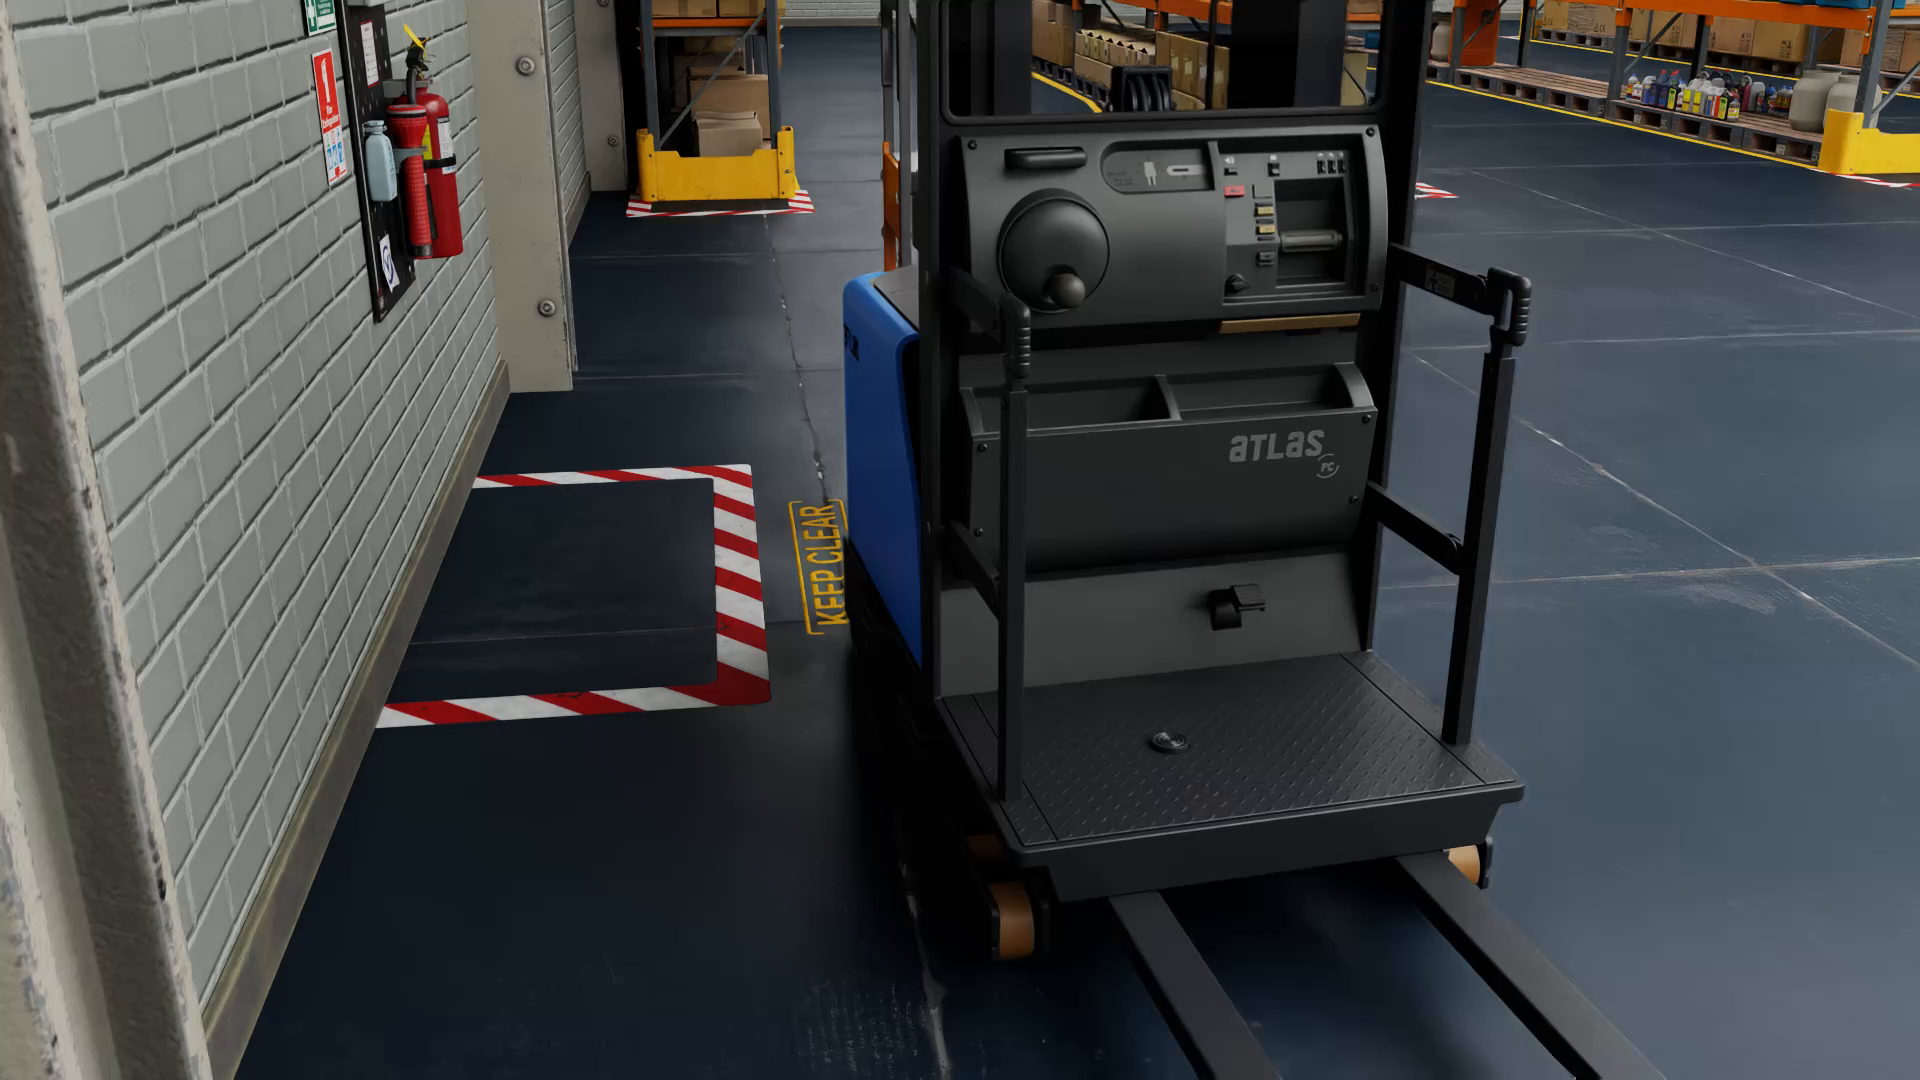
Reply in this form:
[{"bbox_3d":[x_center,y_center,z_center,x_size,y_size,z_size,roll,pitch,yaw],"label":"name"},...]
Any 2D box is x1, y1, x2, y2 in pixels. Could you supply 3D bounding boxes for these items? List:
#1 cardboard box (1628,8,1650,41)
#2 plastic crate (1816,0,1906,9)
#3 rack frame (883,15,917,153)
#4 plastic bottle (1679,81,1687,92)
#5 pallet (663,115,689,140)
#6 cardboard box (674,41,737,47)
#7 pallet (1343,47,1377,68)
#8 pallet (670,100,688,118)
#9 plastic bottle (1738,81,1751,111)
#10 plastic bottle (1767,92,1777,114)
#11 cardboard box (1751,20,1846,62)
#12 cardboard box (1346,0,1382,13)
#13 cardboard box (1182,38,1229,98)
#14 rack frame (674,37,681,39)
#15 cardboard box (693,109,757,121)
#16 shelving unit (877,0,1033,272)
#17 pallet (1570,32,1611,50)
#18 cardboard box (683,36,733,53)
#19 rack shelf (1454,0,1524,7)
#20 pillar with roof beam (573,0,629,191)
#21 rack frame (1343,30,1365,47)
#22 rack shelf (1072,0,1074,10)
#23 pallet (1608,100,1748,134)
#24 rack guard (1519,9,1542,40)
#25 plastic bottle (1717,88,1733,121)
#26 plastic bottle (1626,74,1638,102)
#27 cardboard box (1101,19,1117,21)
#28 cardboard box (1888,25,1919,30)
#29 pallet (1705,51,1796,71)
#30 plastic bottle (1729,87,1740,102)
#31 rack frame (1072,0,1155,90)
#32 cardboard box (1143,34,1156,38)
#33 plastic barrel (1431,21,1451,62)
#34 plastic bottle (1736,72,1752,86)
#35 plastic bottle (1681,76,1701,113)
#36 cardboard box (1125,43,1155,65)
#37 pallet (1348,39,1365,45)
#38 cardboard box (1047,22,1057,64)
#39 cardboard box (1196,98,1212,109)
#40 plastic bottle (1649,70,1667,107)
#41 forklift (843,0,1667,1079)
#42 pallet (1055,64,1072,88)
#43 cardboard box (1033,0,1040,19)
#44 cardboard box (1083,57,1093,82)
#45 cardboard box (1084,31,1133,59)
[{"bbox_3d":[11.111,-8.361,26.251,0.875,0.875,0.875,-3,21,-8],"label":"cardboard box"},{"bbox_3d":[7.587,-4.611,13.987,0.499,0.251,0.616,-3,21,-8],"label":"plastic crate"},{"bbox_3d":[-0.059,-1.125,5.728,0.400,2.100,0.015,-3,21,-8],"label":"rack frame"},{"bbox_3d":[7.170,-4.420,16.535,0.097,0.271,0.097,0,20,0],"label":"plastic bottle"},{"bbox_3d":[-2.293,-3.870,15.777,1.003,0.211,1.213,-3,21,-8],"label":"pallet"},{"bbox_3d":[-2.787,-5.226,18.365,0.700,0.500,0.500,-3,21,-8],"label":"cardboard box"},{"bbox_3d":[6.296,-7.101,24.428,1.003,0.211,1.213,-3,21,-8],"label":"pallet"},{"bbox_3d":[-2.538,-4.371,17.117,1.003,0.211,1.213,-3,21,-8],"label":"pallet"},{"bbox_3d":[7.746,-4.392,16.442,0.061,0.283,0.133,-3,21,-8],"label":"plastic bottle"},{"bbox_3d":[7.925,-4.249,16.175,0.097,0.201,0.097,0,20,0],"label":"plastic bottle"},{"bbox_3d":[11.625,-6.983,22.563,1.225,0.875,0.875,-4,21,-10],"label":"cardboard box"},{"bbox_3d":[2.999,-4.483,13.289,0.700,0.500,0.500,-3,21,-8],"label":"cardboard box"},{"bbox_3d":[2.378,-4.396,15.457,0.500,0.500,0.500,-3,21,-8],"label":"cardboard box"},{"bbox_3d":[-3.578,-8.177,23.323,1.000,3.000,0.127,-3,21,-8],"label":"rack frame"},{"bbox_3d":[-1.941,-3.411,13.775,0.500,0.311,0.500,-1,21,-3],"label":"cardboard box"},{"bbox_3d":[-0.024,-1.041,5.502,0.431,2.100,0.503,-3,21,-8],"label":"shelving unit"},{"bbox_3d":[10.916,-8.311,27.667,1.003,0.211,1.213,-3,21,-8],"label":"pallet"},{"bbox_3d":[-2.614,-5.200,17.224,0.500,0.250,0.500,-3,21,-9],"label":"cardboard box"},{"bbox_3d":[6.514,-7.648,22.933,1.077,0.370,4.000,-3,21,-8],"label":"rack shelf"},{"bbox_3d":[1.455,-7.249,12.263,9.100,9.000,0.400,-3,21,-8],"label":"pillar with roof beam"},{"bbox_3d":[6.226,-8.677,24.661,1.000,3.000,0.127,-3,21,-8],"label":"rack frame"},{"bbox_3d":[1.612,-7.399,22.268,1.077,0.370,4.000,-3,21,-8],"label":"rack shelf"},{"bbox_3d":[7.435,-4.366,17.105,1.003,0.211,1.213,-3,21,-8],"label":"pallet"},{"bbox_3d":[10.547,-9.149,29.498,1.175,0.500,0.348,-3,21,-8],"label":"rack guard"},{"bbox_3d":[7.222,-4.109,15.684,0.061,0.283,0.133,-2,21,-6],"label":"plastic bottle"},{"bbox_3d":[6.991,-4.703,17.291,0.097,0.271,0.097,0,20,0],"label":"plastic bottle"},{"bbox_3d":[1.889,-6.786,22.542,0.500,0.500,0.500,-4,21,-10],"label":"cardboard box"},{"bbox_3d":[11.917,-6.515,20.744,0.500,0.250,0.500,-1,20,-2],"label":"cardboard box"},{"bbox_3d":[11.492,-6.934,23.979,1.003,0.211,1.213,-3,21,-8],"label":"pallet"},{"bbox_3d":[7.353,-4.164,15.831,0.061,0.283,0.133,-3,21,-8],"label":"plastic bottle"},{"bbox_3d":[1.900,-7.044,20.288,1.000,3.000,0.127,-3,21,-8],"label":"rack frame"},{"bbox_3d":[2.371,-5.691,19.196,0.500,0.311,0.500,-3,21,-8],"label":"cardboard box"},{"bbox_3d":[6.545,-6.683,22.277,0.421,0.512,0.421,0,20,0],"label":"plastic barrel"},{"bbox_3d":[7.831,-4.486,16.596,0.144,0.351,0.185,-3,21,-8],"label":"plastic bottle"},{"bbox_3d":[7.173,-4.359,16.258,0.144,0.351,0.185,-3,21,-8],"label":"plastic bottle"},{"bbox_3d":[2.054,-5.136,17.707,0.500,0.311,0.500,-2,21,-6],"label":"cardboard box"},{"bbox_3d":[6.082,-7.623,25.825,1.003,0.211,1.213,-3,21,-8],"label":"pallet"},{"bbox_3d":[1.459,-6.570,21.963,0.500,0.500,0.500,-4,21,-10],"label":"cardboard box"},{"bbox_3d":[2.456,-3.872,15.125,0.500,0.250,0.500,-3,21,-8],"label":"cardboard box"},{"bbox_3d":[7.085,-4.572,16.827,0.144,0.351,0.185,-2,21,-6],"label":"plastic bottle"},{"bbox_3d":[0.512,-0.658,3.289,1.130,2.935,3.031,-5,21,-13],"label":"forklift"},{"bbox_3d":[1.830,-5.998,21.473,1.003,0.211,1.213,-3,21,-8],"label":"pallet"},{"bbox_3d":[1.296,-7.289,22.816,0.500,0.250,0.500,-3,21,-8],"label":"cardboard box"},{"bbox_3d":[1.759,-5.582,19.704,0.500,0.250,0.500,-3,21,-9],"label":"cardboard box"},{"bbox_3d":[1.769,-5.837,19.586,0.500,0.311,0.500,-3,21,-9],"label":"cardboard box"}]
